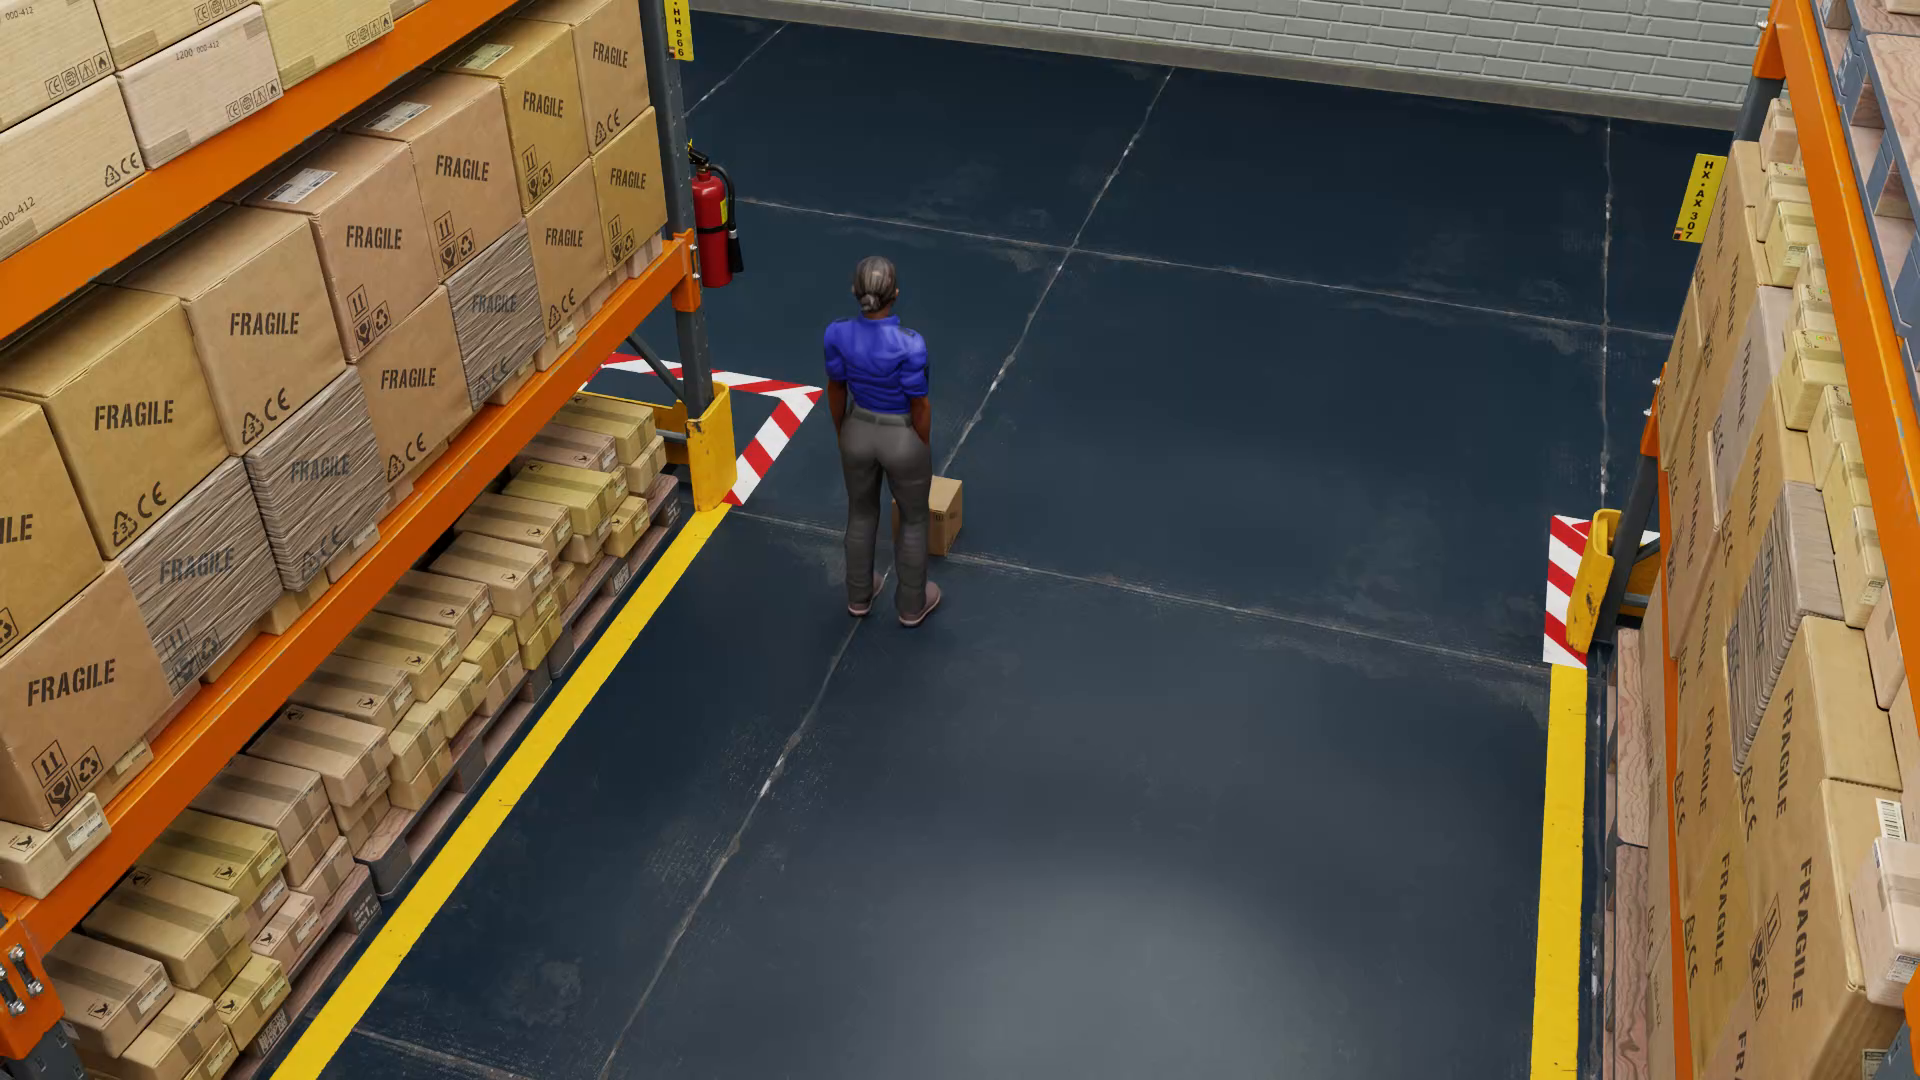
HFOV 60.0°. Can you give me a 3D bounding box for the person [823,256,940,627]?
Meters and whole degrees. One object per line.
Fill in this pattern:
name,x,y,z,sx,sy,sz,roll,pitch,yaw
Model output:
person,-0.314,-0.391,6.673,0.438,1.658,0.300,12,39,15
